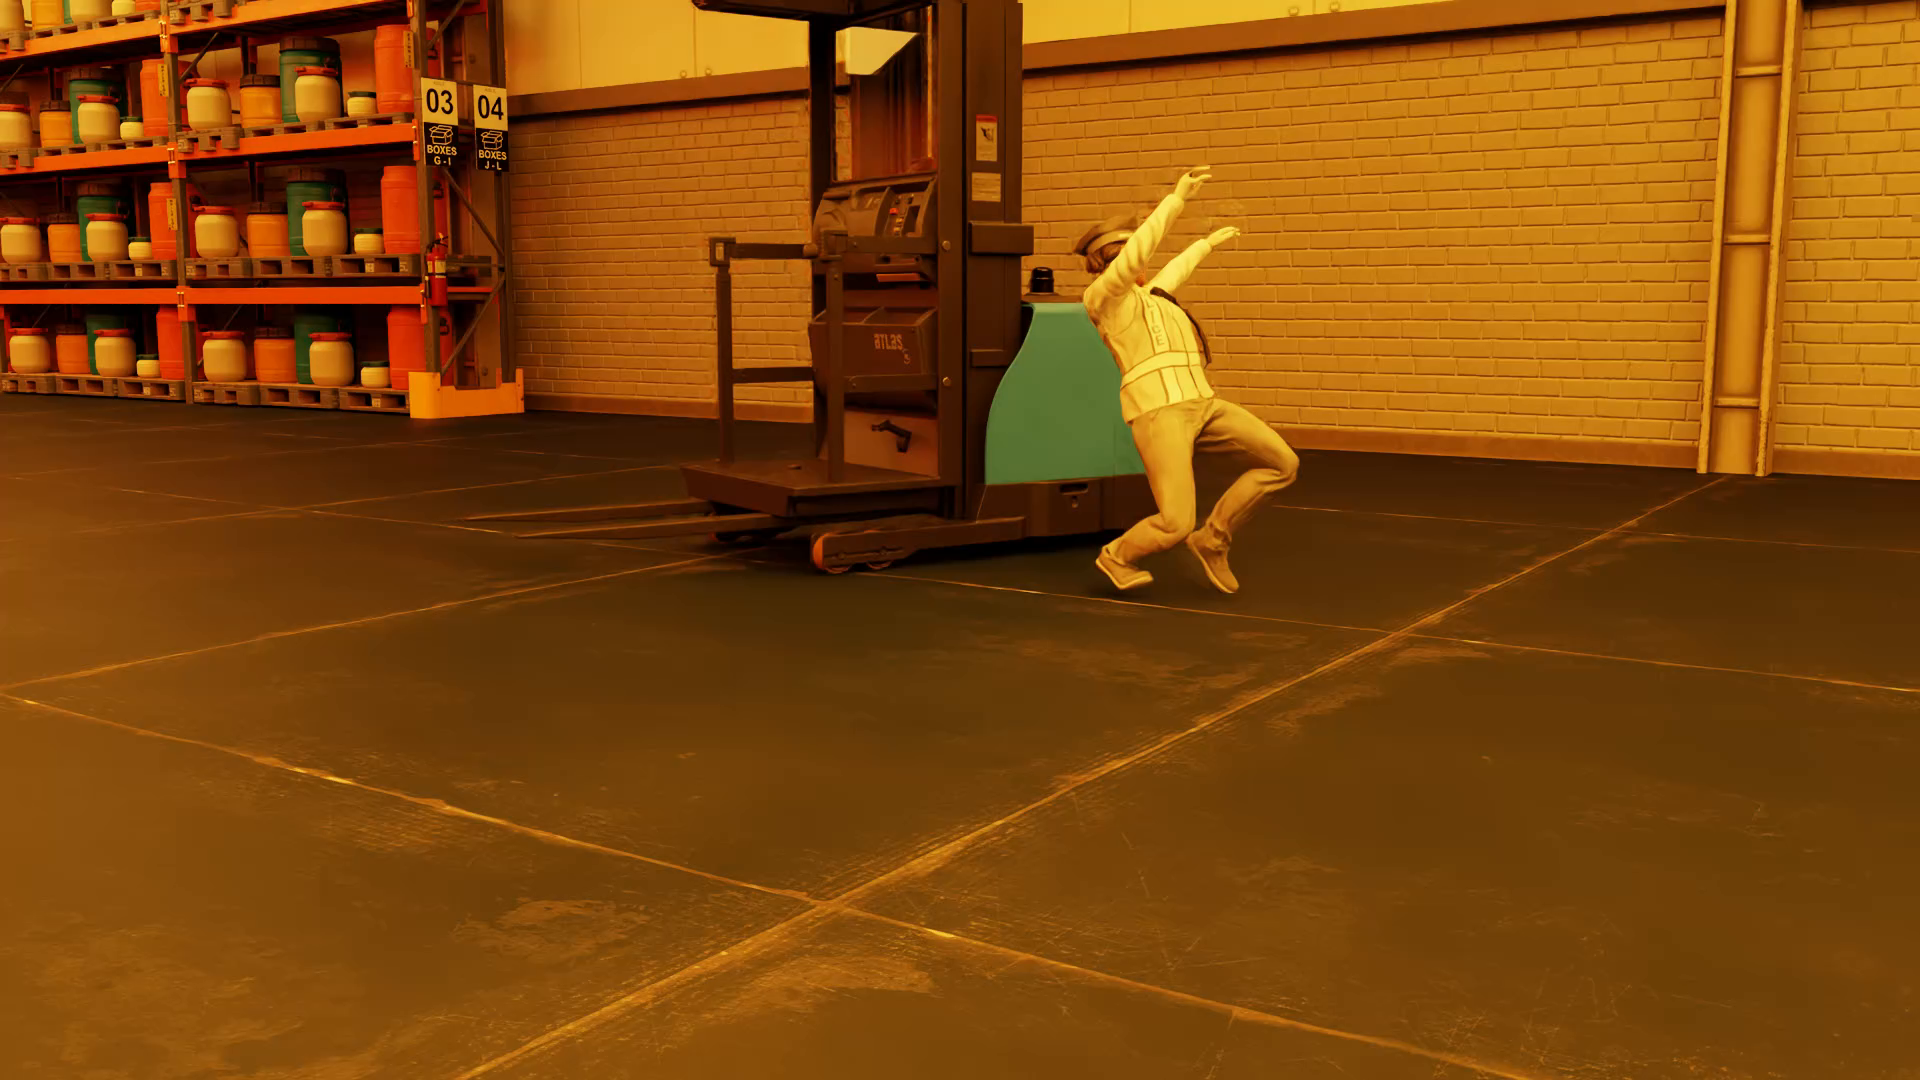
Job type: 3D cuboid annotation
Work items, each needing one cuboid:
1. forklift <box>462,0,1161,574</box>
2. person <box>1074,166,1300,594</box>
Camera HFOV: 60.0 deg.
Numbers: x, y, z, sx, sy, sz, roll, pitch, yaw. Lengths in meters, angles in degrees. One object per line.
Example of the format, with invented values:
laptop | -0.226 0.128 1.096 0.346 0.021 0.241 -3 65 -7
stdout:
forklift | -0.549 -1.399 7.034 3.031 2.935 1.130 -5 10 -33
person | 0.868 -0.571 6.177 0.818 1.554 0.997 6 10 38
